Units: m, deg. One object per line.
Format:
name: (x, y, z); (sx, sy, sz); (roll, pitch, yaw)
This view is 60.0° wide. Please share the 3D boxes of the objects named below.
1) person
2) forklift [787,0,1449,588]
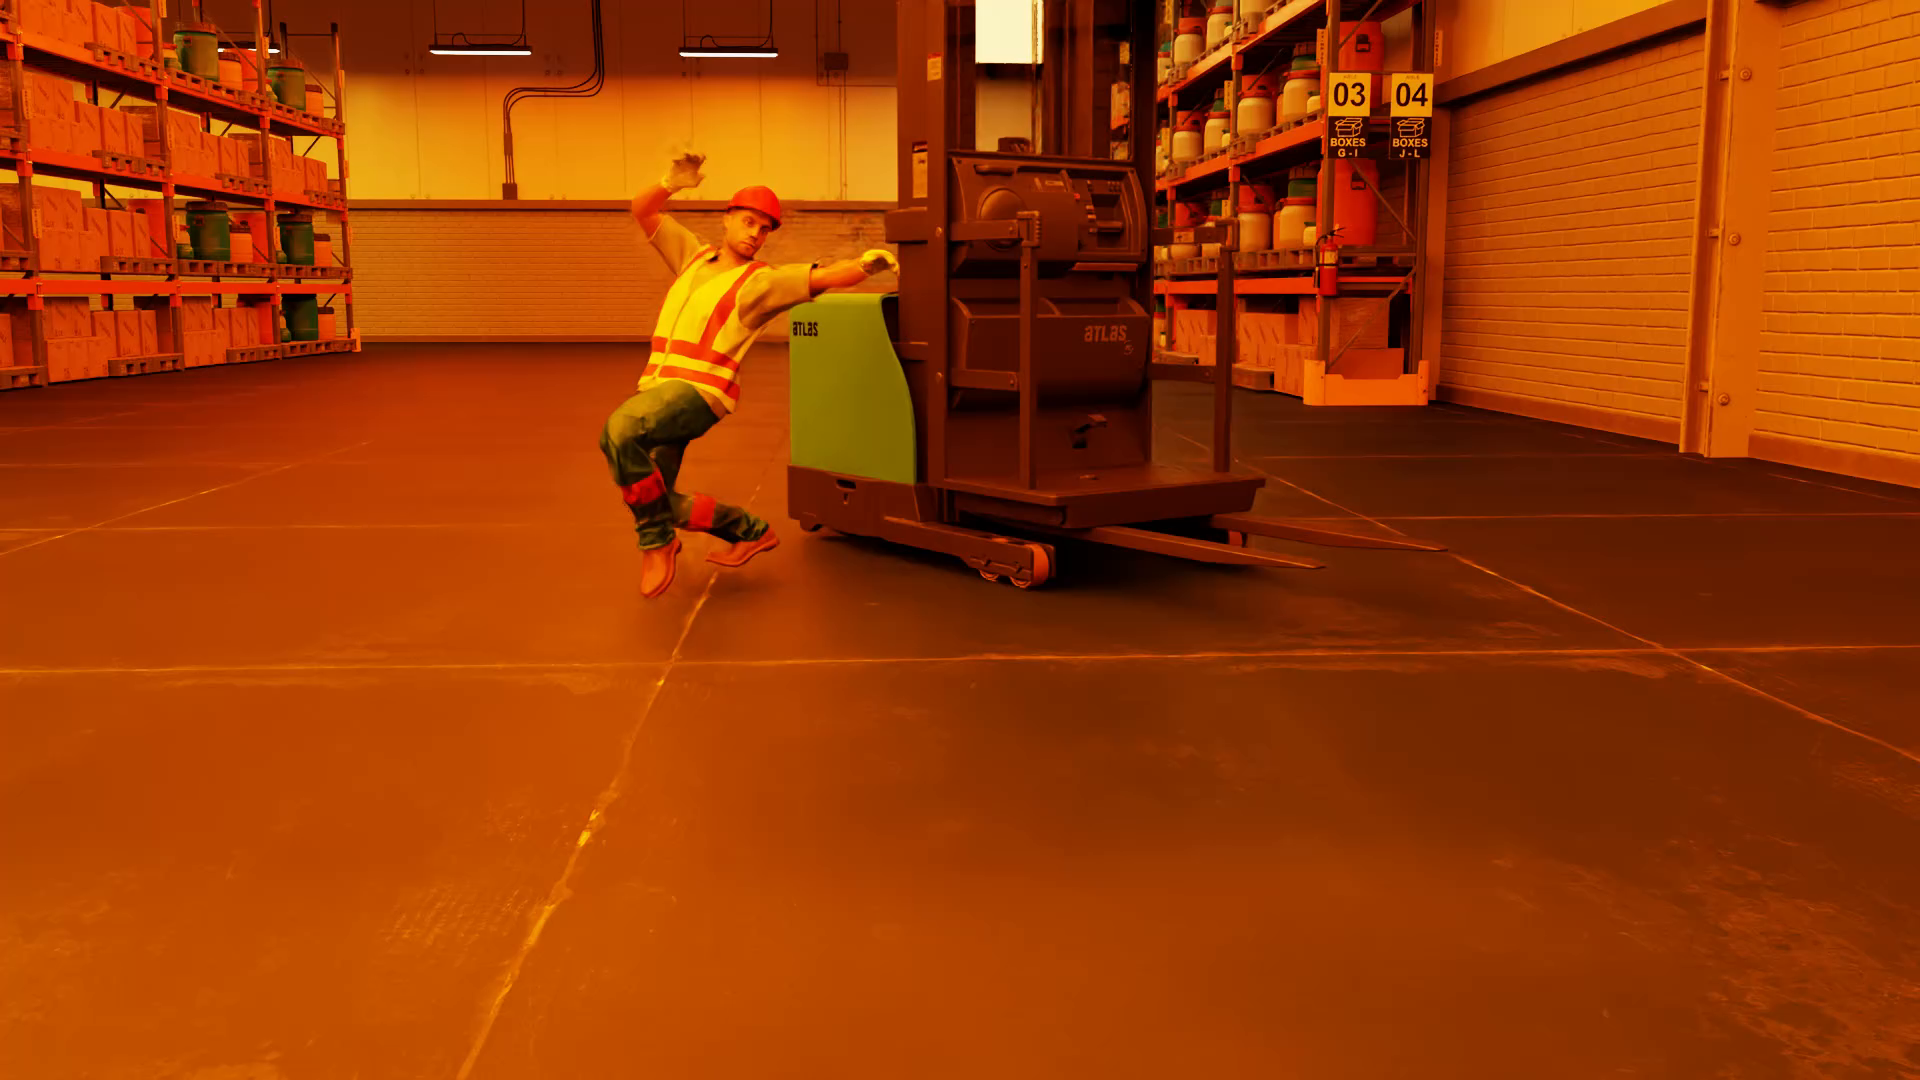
person: (-0.834, -0.588, 5.954); (0.863, 1.595, 1.112); (-8, 12, -43)
forklift: (0.493, -1.352, 6.437); (1.130, 2.935, 3.031); (-6, 10, -35)
